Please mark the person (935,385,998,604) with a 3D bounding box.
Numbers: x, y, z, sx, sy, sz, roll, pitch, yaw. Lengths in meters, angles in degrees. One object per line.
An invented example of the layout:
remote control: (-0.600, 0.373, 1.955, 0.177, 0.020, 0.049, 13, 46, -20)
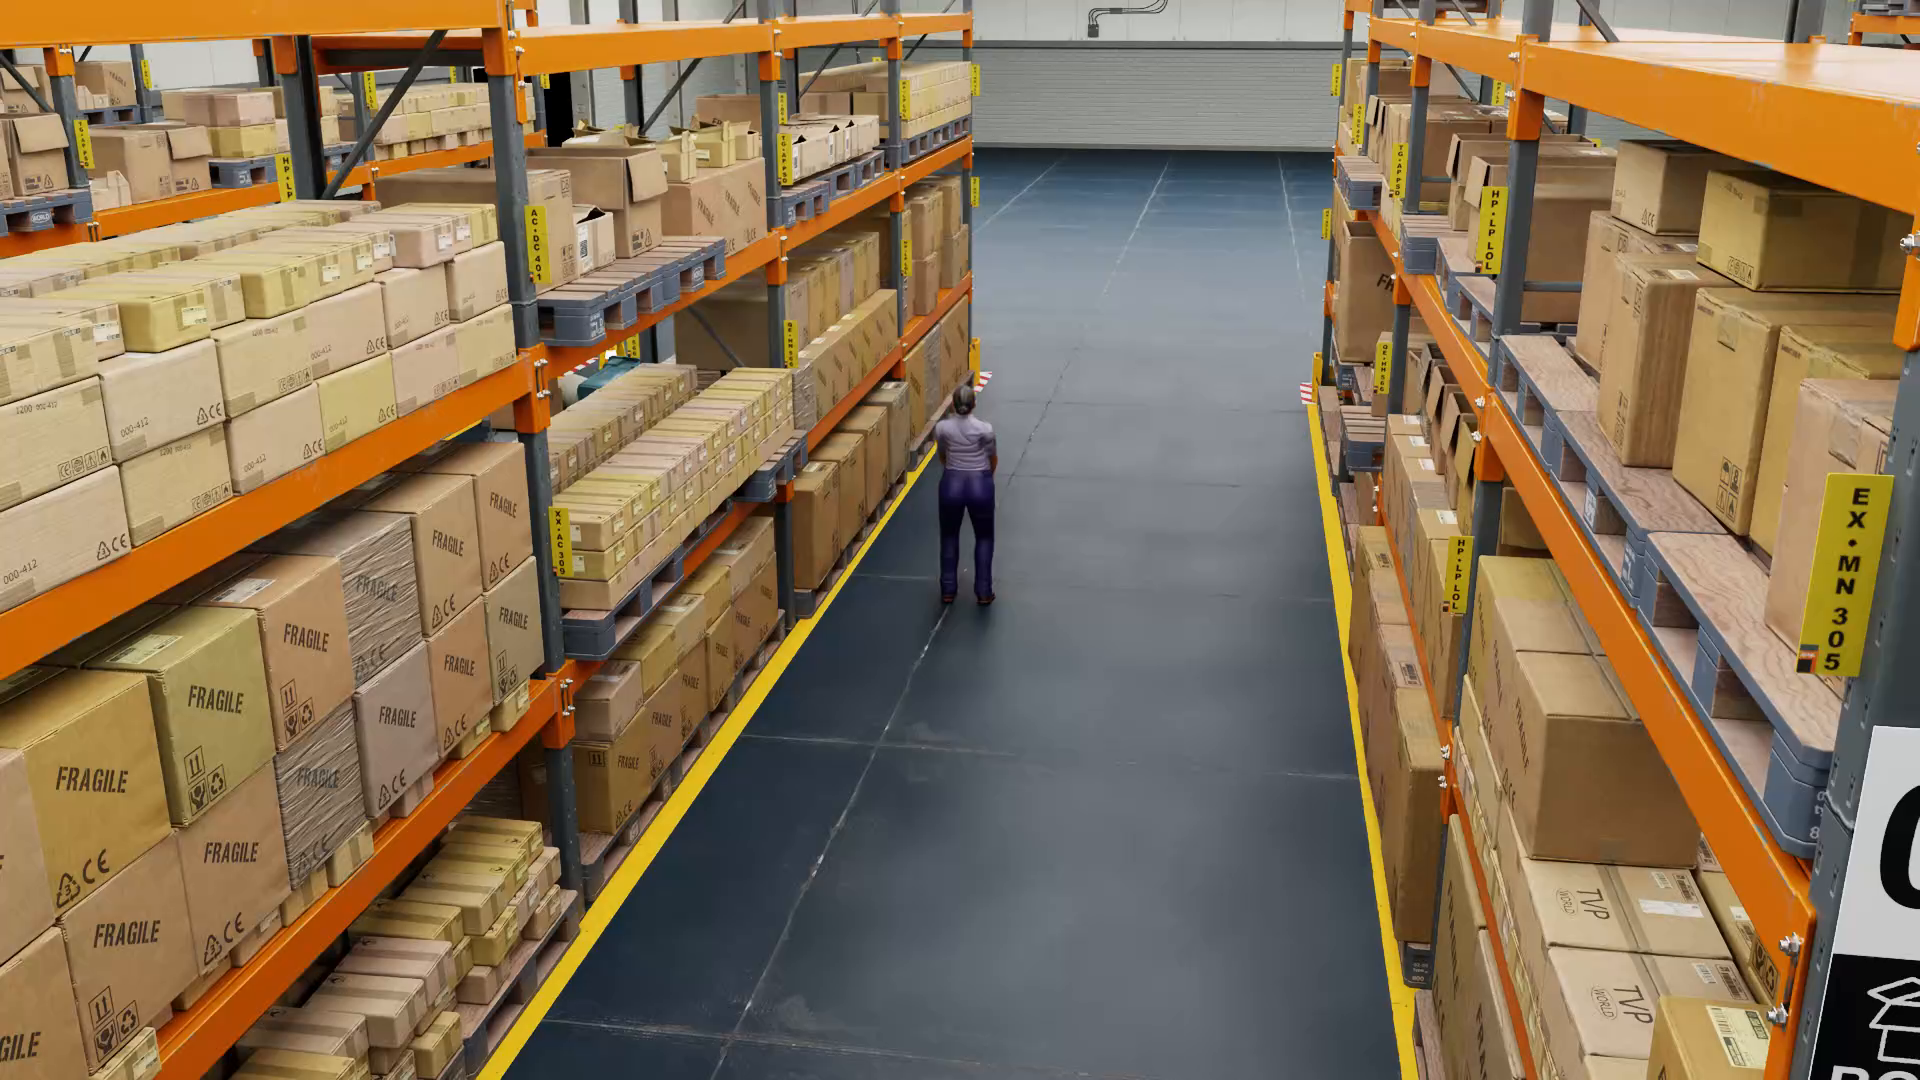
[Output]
person: (0.057, -0.357, 12.194, 0.447, 1.644, 0.523, 3, 18, 9)
